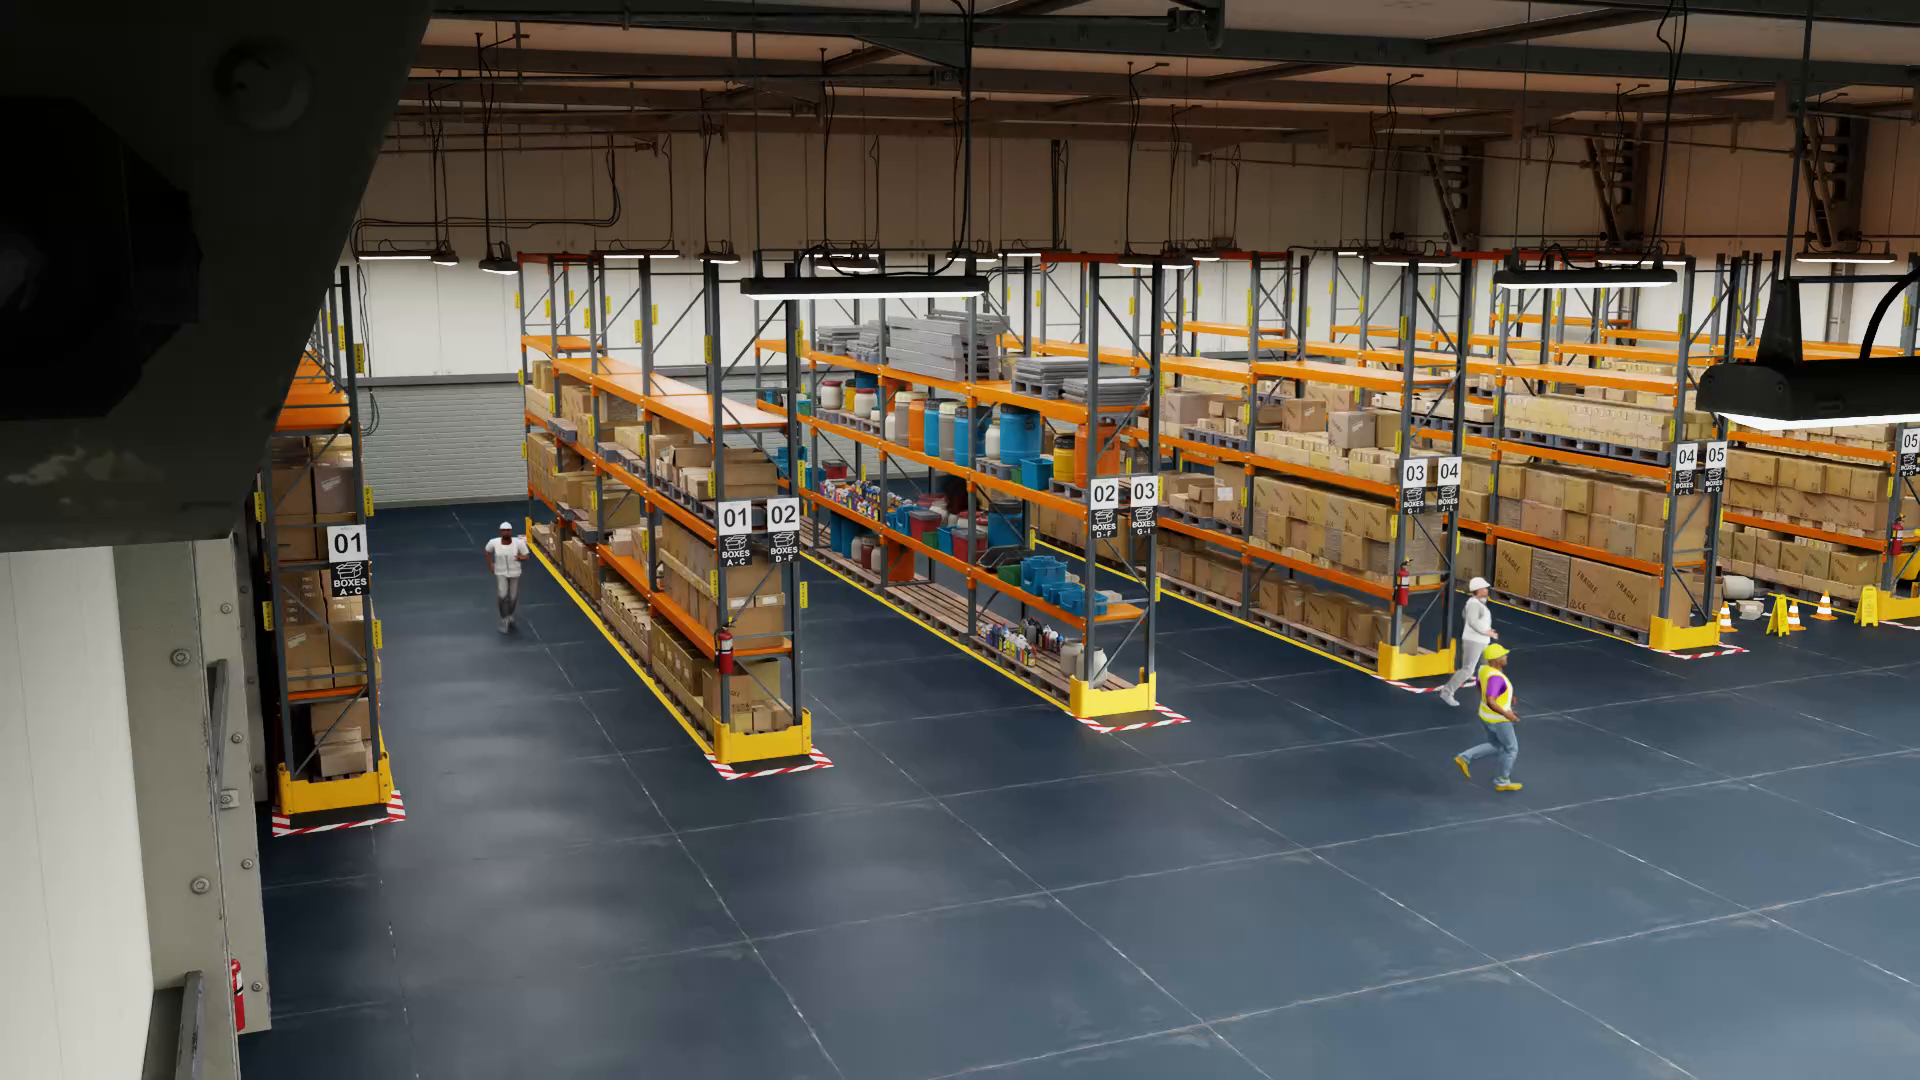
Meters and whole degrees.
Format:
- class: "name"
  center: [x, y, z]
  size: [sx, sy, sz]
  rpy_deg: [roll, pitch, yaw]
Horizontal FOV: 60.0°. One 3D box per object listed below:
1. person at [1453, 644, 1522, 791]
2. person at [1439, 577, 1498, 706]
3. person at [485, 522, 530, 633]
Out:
- class: "person"
  center: [6.118, 2.038, 19.111]
  size: [0.771, 1.729, 0.709]
  rpy_deg: [0, 10, 1]
- class: "person"
  center: [7.010, 1.397, 22.545]
  size: [0.842, 1.792, 0.730]
  rpy_deg: [5, 11, 25]
- class: "person"
  center: [-7.333, 0.593, 27.030]
  size: [0.677, 1.820, 0.778]
  rpy_deg: [-4, 11, -21]
